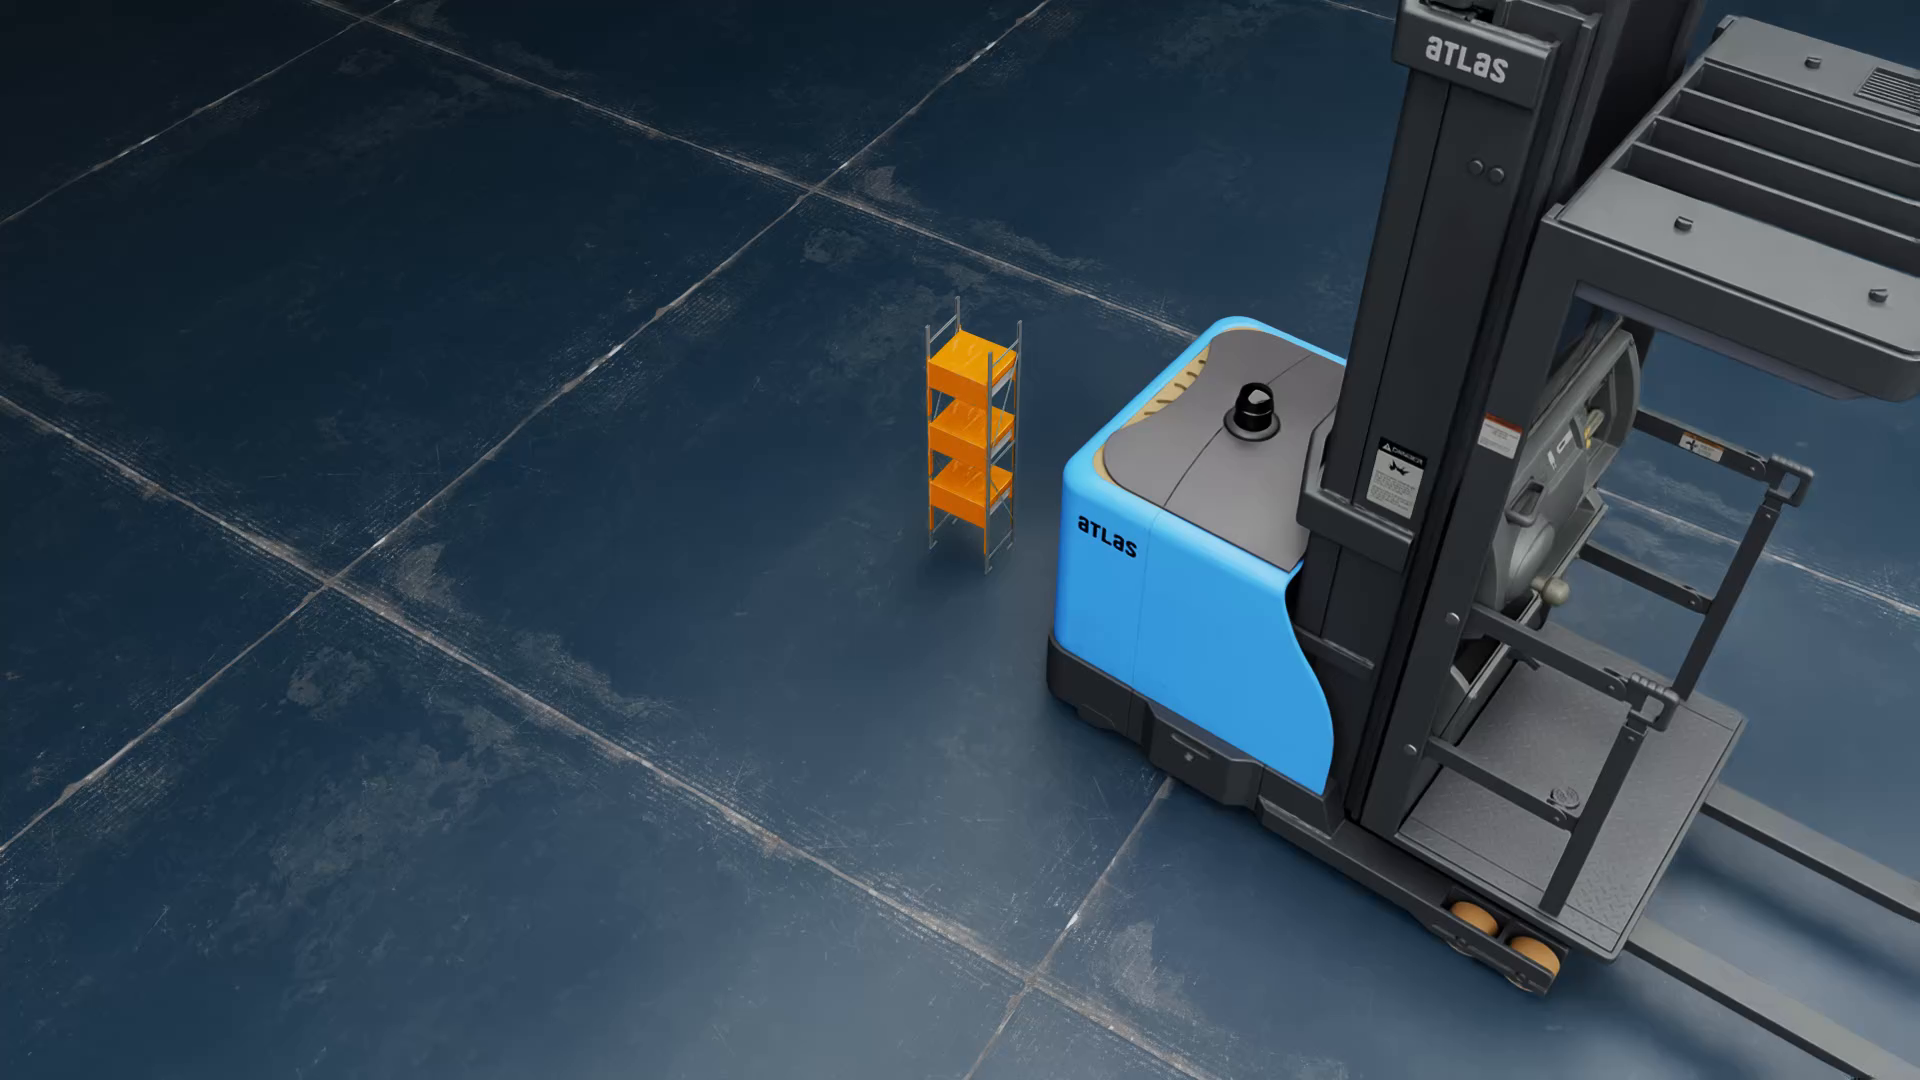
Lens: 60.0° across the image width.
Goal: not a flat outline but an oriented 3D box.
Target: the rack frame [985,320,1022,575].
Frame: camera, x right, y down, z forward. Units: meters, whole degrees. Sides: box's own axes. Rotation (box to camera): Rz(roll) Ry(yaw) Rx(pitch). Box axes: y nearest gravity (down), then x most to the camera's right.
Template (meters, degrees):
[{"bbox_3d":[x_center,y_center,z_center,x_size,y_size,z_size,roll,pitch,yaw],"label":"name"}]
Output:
[{"bbox_3d":[0.148,-0.298,5.807,0.008,1.050,0.200,25,51,22],"label":"rack frame"}]

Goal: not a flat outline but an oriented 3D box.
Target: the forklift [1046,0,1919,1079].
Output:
[{"bbox_3d":[1.770,-0.118,4.321,3.031,2.935,1.130,29,52,25],"label":"forklift"}]

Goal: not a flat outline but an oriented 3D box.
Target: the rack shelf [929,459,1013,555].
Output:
[{"bbox_3d":[0.045,-0.144,6.060,0.240,0.259,0.215,25,51,22],"label":"rack shelf"}]

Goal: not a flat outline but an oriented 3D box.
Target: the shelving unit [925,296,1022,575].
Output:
[{"bbox_3d":[0.045,-0.345,5.853,0.252,1.050,0.215,25,51,22],"label":"shelving unit"}]

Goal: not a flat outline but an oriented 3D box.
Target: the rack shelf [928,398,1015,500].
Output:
[{"bbox_3d":[0.045,-0.338,5.861,0.240,0.259,0.215,25,51,22],"label":"rack shelf"}]

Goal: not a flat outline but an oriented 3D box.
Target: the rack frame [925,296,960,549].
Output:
[{"bbox_3d":[-0.058,-0.392,5.899,0.008,1.050,0.200,25,51,22],"label":"rack frame"}]

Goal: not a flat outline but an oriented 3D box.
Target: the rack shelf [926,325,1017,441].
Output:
[{"bbox_3d":[0.045,-0.536,5.657,0.240,0.259,0.215,25,51,22],"label":"rack shelf"}]
